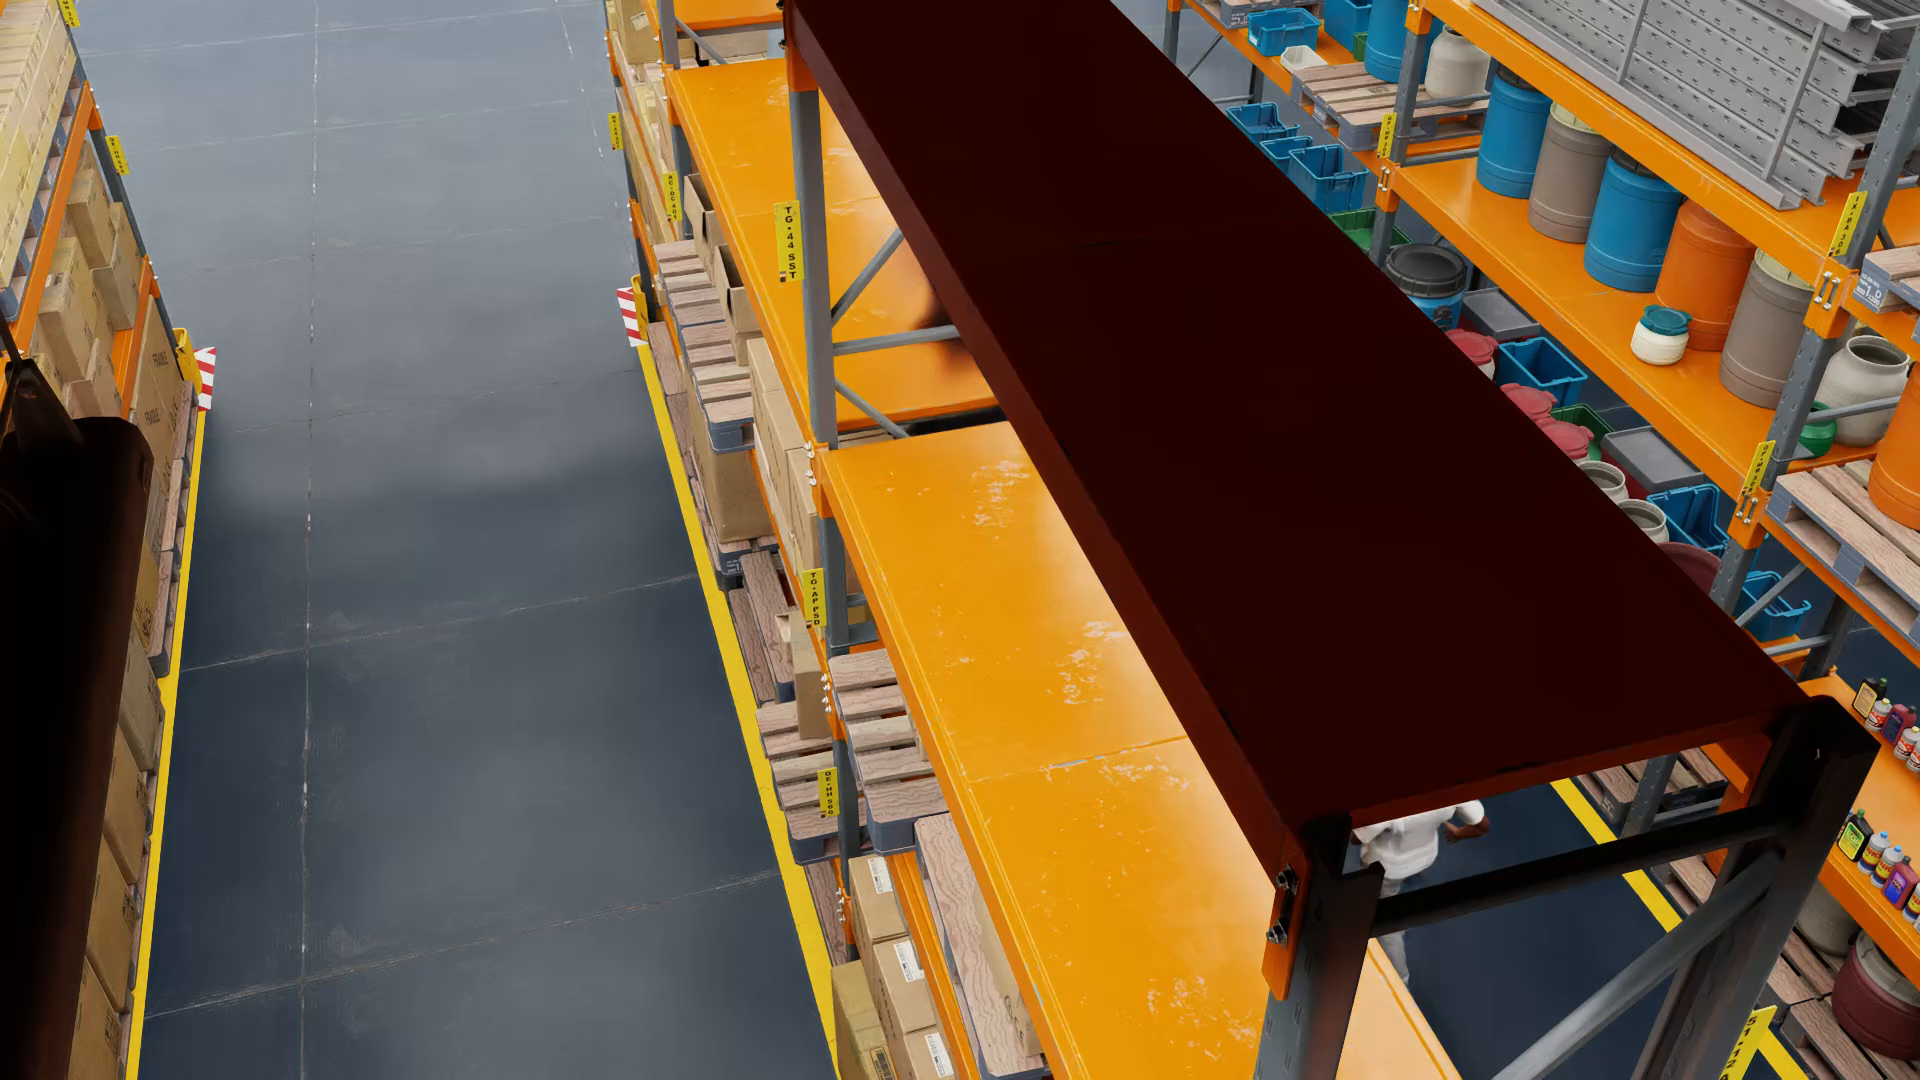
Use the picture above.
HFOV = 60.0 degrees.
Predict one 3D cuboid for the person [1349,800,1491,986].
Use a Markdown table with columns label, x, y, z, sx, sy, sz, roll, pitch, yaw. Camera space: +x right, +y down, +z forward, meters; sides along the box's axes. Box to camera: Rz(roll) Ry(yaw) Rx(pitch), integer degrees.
| label | x | y | z | sx | sy | sz | roll | pitch | yaw |
| --- | --- | --- | --- | --- | --- | --- | --- | --- | --- |
| person | 2.416 | 1.734 | 9.225 | 0.689 | 1.789 | 0.721 | -17 | 42 | -20 |
